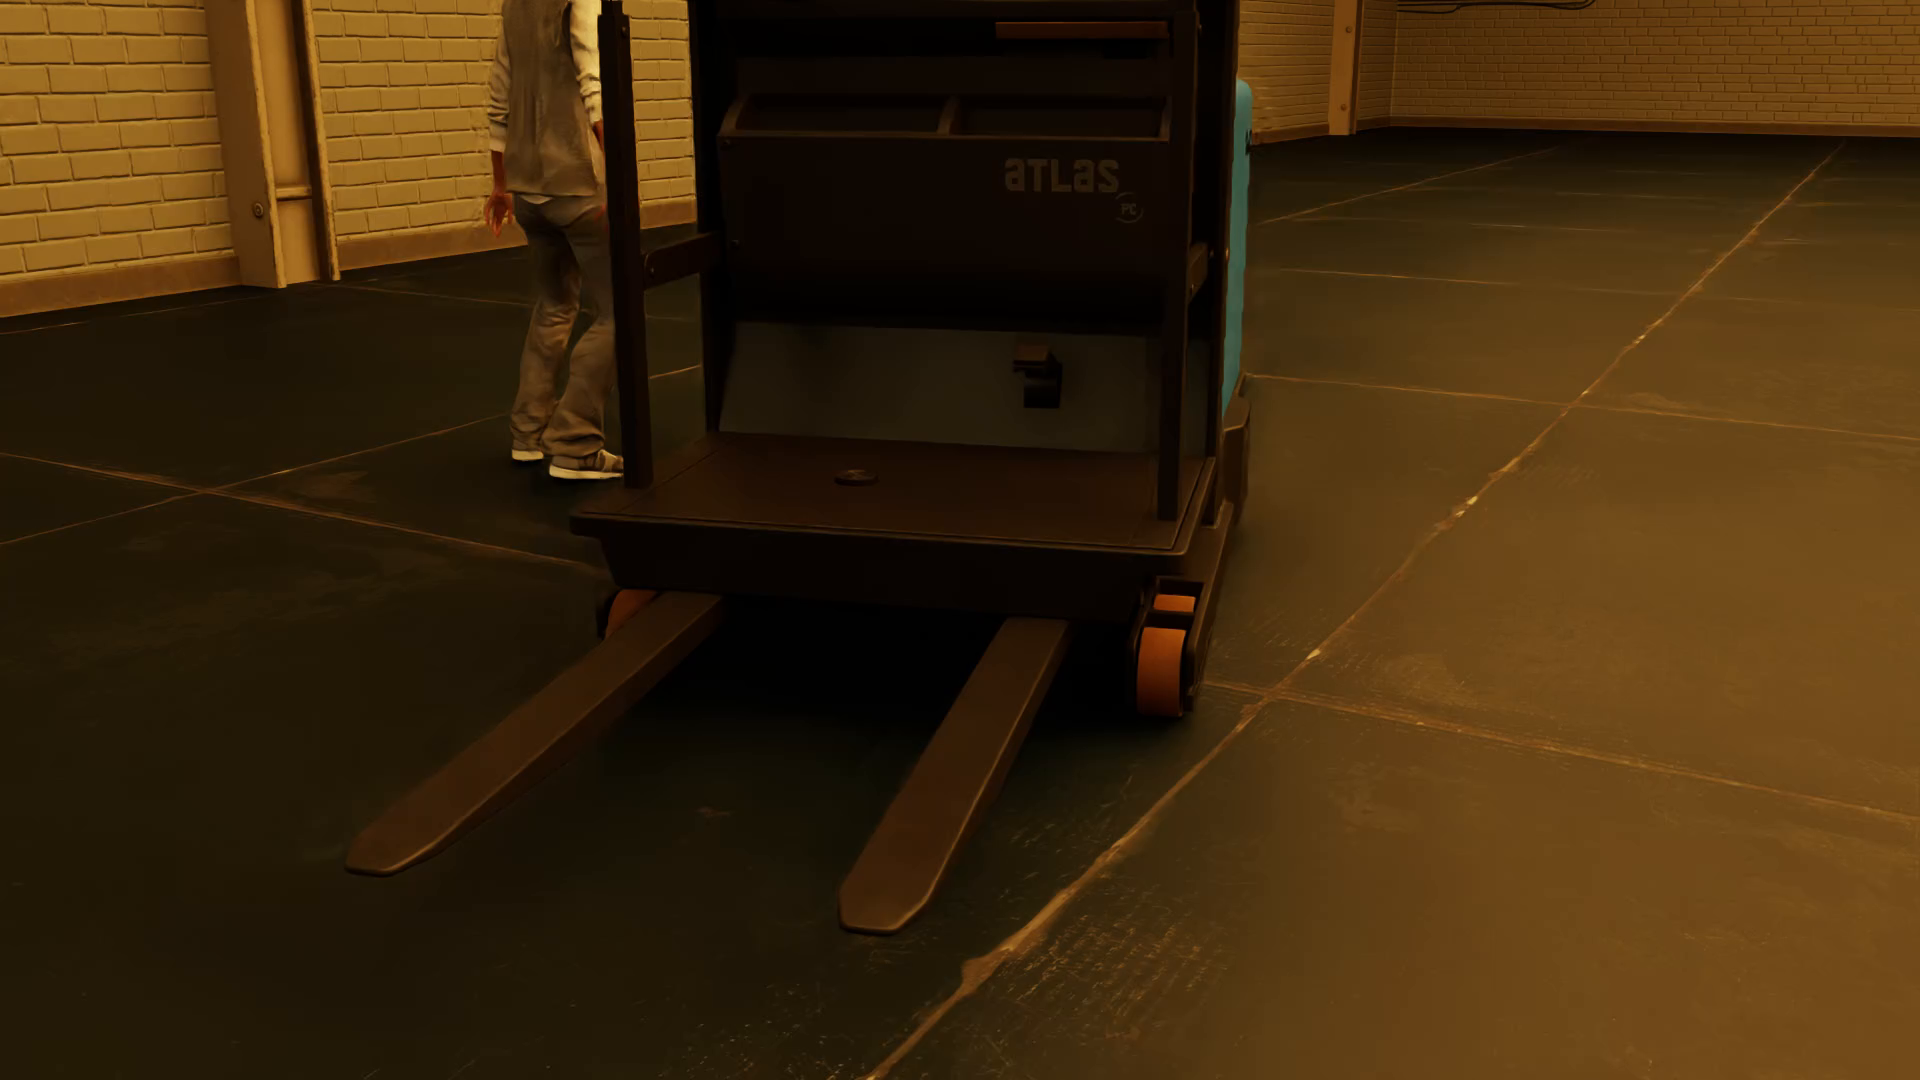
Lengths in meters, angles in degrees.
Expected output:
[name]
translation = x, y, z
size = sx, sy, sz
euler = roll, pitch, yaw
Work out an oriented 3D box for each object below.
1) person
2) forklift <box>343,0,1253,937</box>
[person]
translation = -1.057, -0.934, 4.504
size = 0.721, 1.562, 0.350
euler = 15, 22, 41
[forklift]
translation = -0.060, -1.204, 2.939
size = 1.130, 2.935, 3.031
euler = 4, 17, 12
